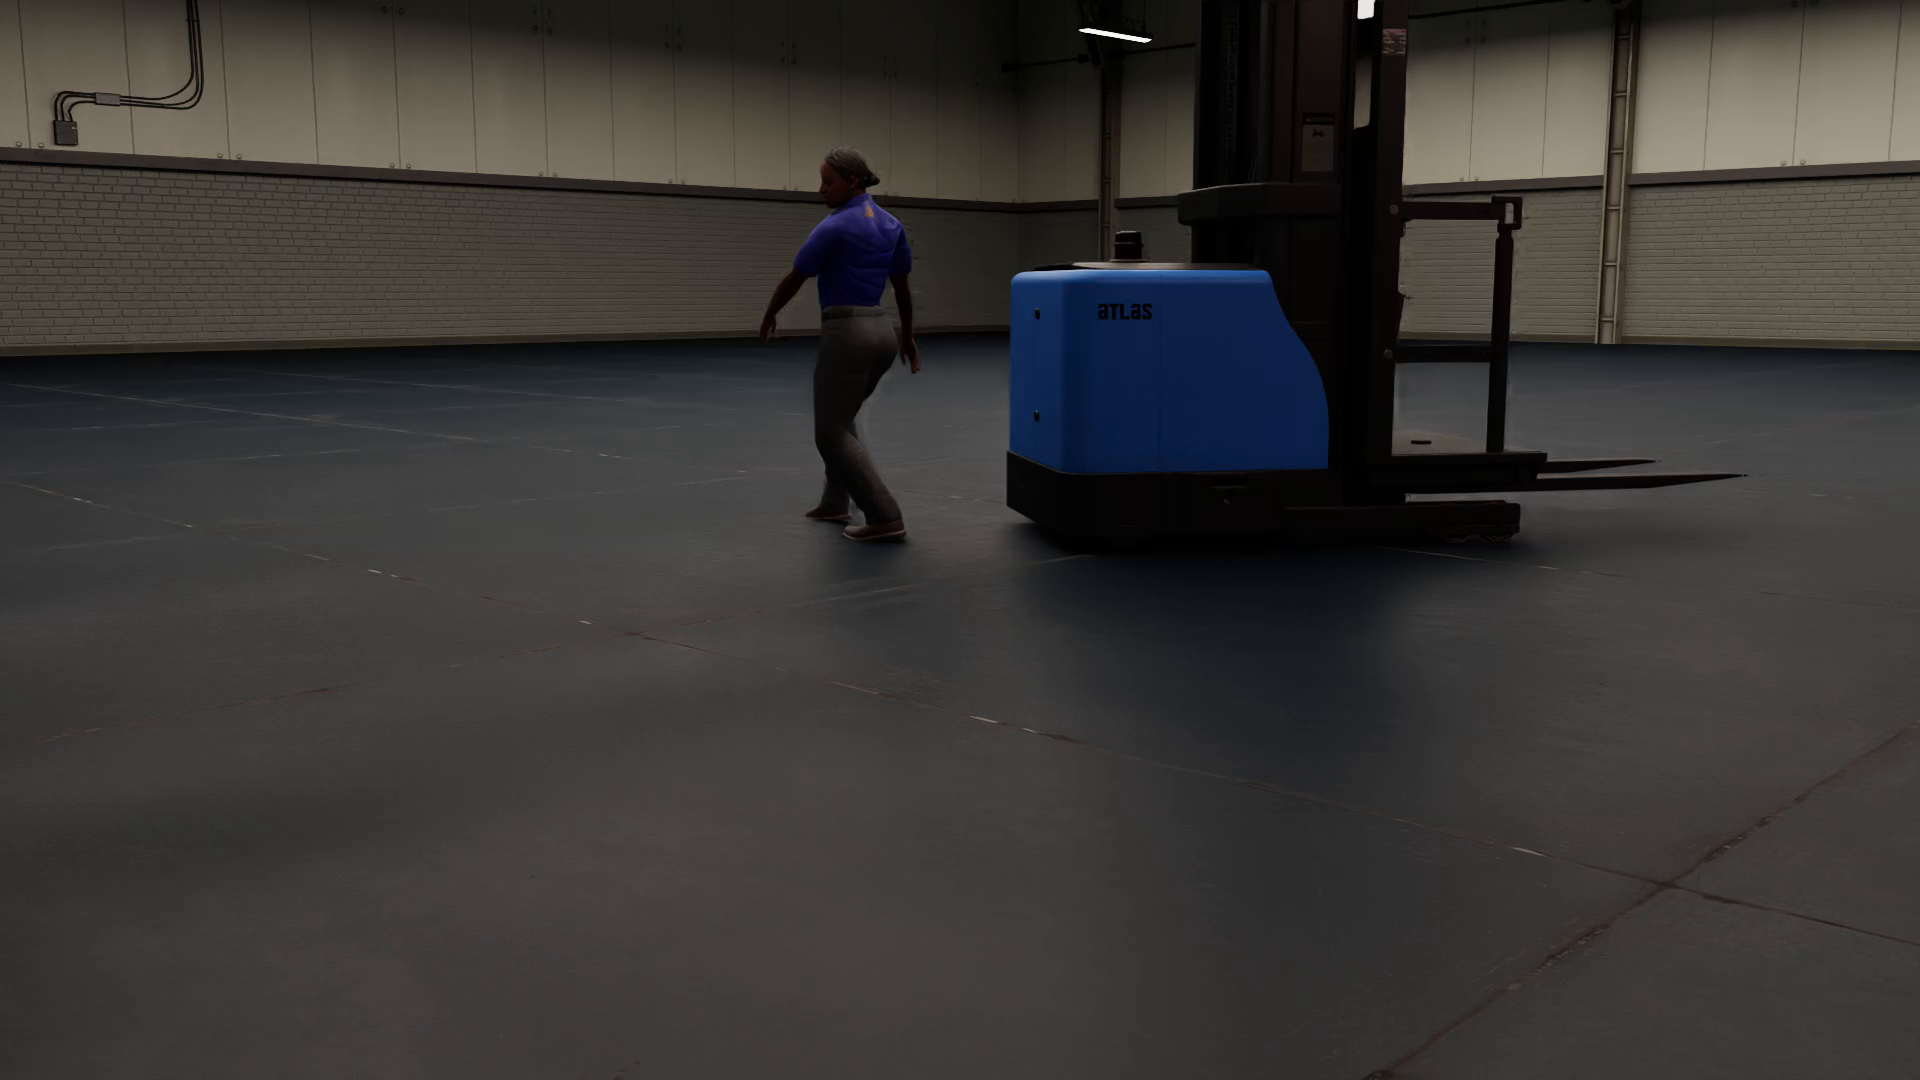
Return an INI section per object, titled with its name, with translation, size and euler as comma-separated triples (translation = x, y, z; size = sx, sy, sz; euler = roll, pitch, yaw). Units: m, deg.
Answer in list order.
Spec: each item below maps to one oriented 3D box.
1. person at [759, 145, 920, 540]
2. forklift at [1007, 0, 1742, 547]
[person]
translation = -0.456, -0.818, 6.924
size = 0.769, 1.589, 0.663
euler = 5, 10, 30
[forklift]
translation = 1.773, -1.508, 6.889
size = 3.031, 2.935, 1.130
euler = -2, 9, -12
